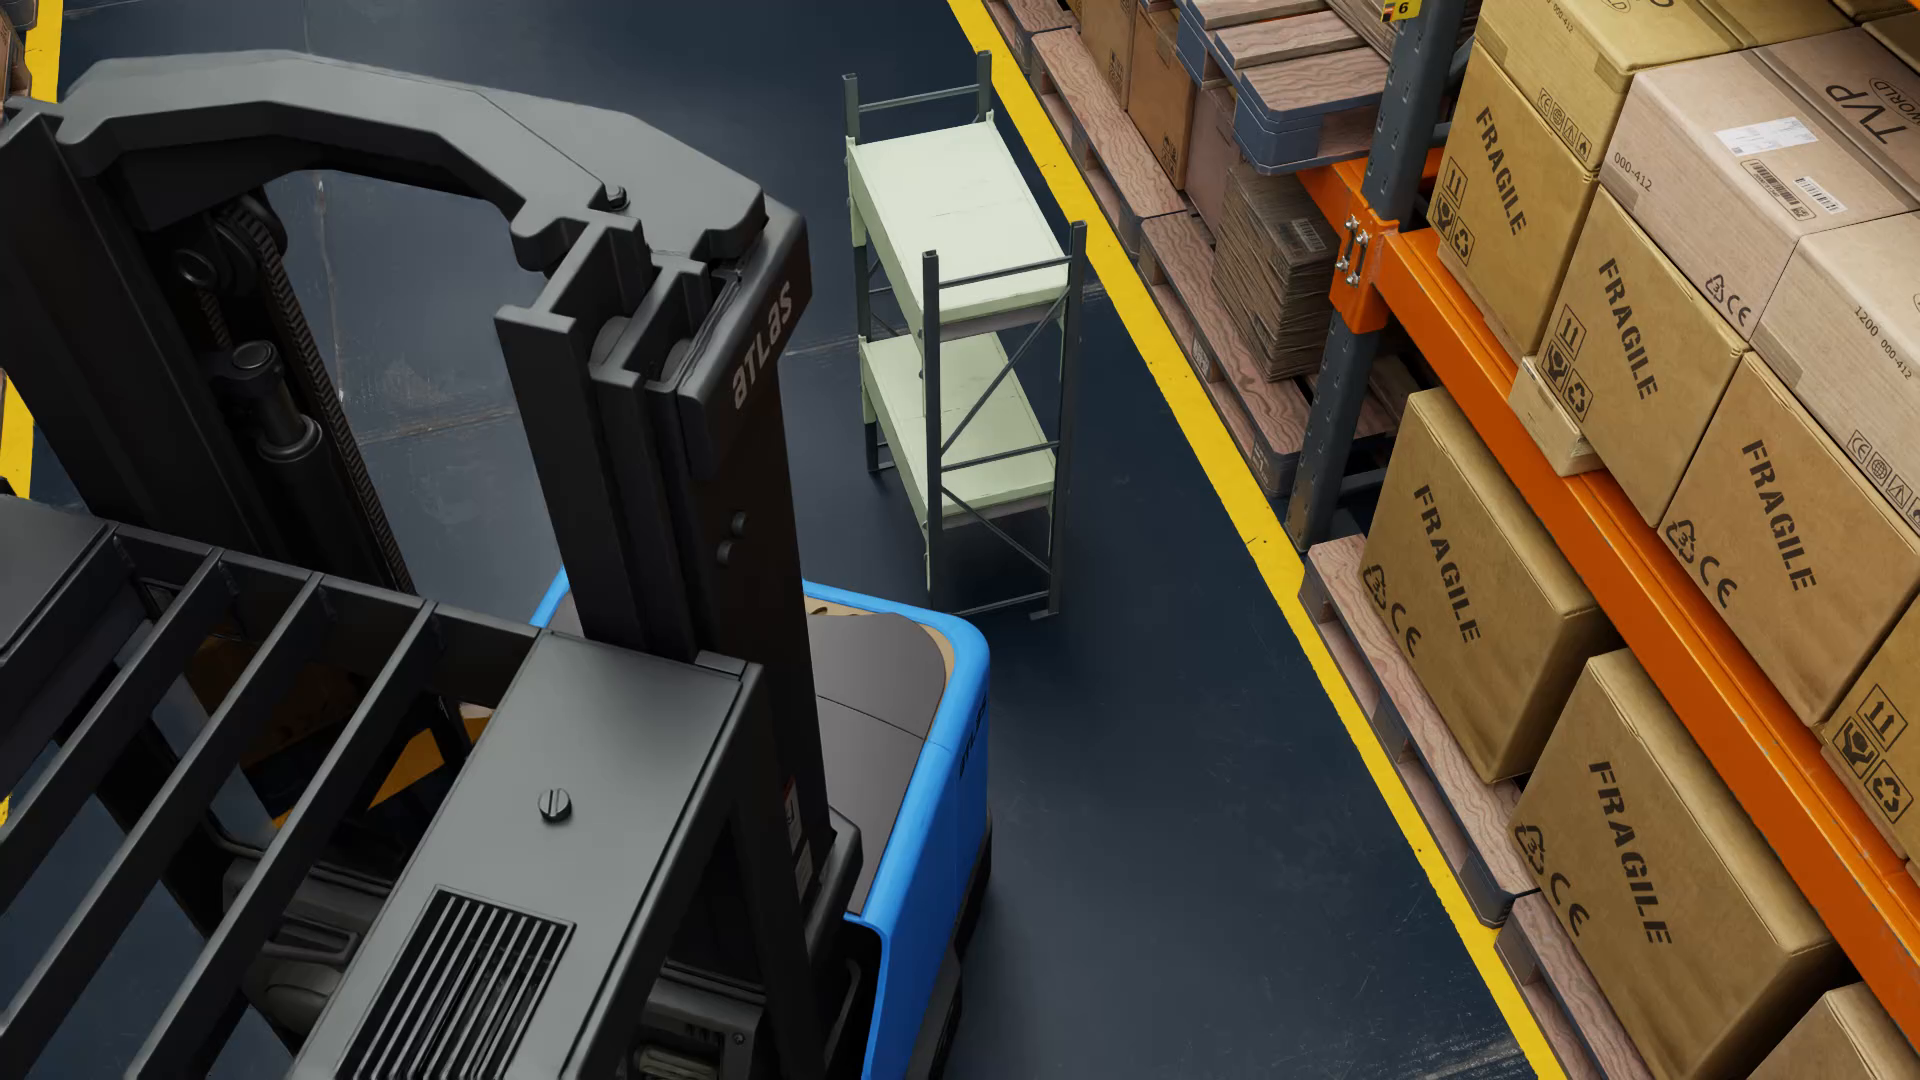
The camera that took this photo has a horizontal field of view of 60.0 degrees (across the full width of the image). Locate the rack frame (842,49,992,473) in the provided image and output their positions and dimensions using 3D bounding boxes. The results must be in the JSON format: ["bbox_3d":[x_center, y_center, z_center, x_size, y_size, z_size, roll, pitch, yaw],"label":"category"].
[{"bbox_3d":[-0.110,-0.756,4.906,0.400,1.500,0.023,-13,51,-11],"label":"rack frame"}]

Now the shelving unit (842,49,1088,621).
[{"bbox_3d":[-0.002,-0.488,4.681,0.431,1.500,0.755,-13,51,-11],"label":"shelving unit"}]

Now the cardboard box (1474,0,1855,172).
[{"bbox_3d":[1.419,-1.042,3.403,0.500,0.250,0.500,-12,51,-10],"label":"cardboard box"}]

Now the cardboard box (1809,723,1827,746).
[{"bbox_3d":[1.806,0.224,3.251,0.380,0.149,0.250,-13,51,-10],"label":"cardboard box"}]

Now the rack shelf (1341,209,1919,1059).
[{"bbox_3d":[2.114,0.616,3.240,1.077,0.370,4.000,-13,51,-11],"label":"rack shelf"}]

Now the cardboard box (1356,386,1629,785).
[{"bbox_3d":[1.615,0.047,4.380,0.750,0.750,0.750,-14,51,-11],"label":"cardboard box"}]

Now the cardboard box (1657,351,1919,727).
[{"bbox_3d":[1.713,-0.052,3.059,0.500,0.500,0.500,-14,51,-11],"label":"cardboard box"}]

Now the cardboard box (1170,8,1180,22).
[{"bbox_3d":[0.994,-1.974,5.809,0.500,0.250,0.500,-14,51,-11],"label":"cardboard box"}]

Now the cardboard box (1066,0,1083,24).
[{"bbox_3d":[0.774,-2.435,6.688,0.700,0.500,0.500,-14,51,-12],"label":"cardboard box"}]

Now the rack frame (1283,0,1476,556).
[{"bbox_3d":[1.523,-1.077,4.196,1.000,3.000,0.127,-13,51,-11],"label":"rack frame"}]

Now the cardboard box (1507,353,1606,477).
[{"bbox_3d":[1.463,-0.311,3.701,0.380,0.149,0.250,-12,51,-10],"label":"cardboard box"}]

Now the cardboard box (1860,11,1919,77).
[{"bbox_3d":[2.054,-0.802,3.200,0.500,0.250,0.500,-15,51,-12],"label":"cardboard box"}]

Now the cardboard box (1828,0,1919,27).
[{"bbox_3d":[1.904,-1.181,3.520,0.500,0.250,0.500,-12,51,-10],"label":"cardboard box"}]

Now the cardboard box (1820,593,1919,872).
[{"bbox_3d":[1.875,0.327,2.740,0.500,0.500,0.500,-12,51,-10],"label":"cardboard box"}]

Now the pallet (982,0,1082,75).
[{"bbox_3d":[0.571,-2.531,7.246,1.003,0.211,1.213,-13,51,-11],"label":"pallet"}]

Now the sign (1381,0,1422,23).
[{"bbox_3d":[1.007,-1.295,3.674,0.100,0.325,0.005,-13,51,-11],"label":"sign"}]

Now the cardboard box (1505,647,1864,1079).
[{"bbox_3d":[1.868,0.688,3.839,0.750,0.750,0.750,-14,51,-11],"label":"cardboard box"}]

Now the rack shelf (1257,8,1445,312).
[{"bbox_3d":[0.931,-2.306,5.703,1.077,0.370,4.000,-13,51,-11],"label":"rack shelf"}]

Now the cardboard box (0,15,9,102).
[{"bbox_3d":[-3.992,-1.888,6.403,0.500,0.250,0.500,-14,51,-11],"label":"cardboard box"}]

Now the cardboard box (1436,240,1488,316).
[{"bbox_3d":[1.399,-0.710,4.038,0.380,0.149,0.250,-14,51,-12],"label":"cardboard box"}]

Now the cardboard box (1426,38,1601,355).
[{"bbox_3d":[1.422,-0.799,3.689,0.500,0.500,0.500,-12,51,-10],"label":"cardboard box"}]

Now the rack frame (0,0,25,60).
[{"bbox_3d":[-4.391,-2.876,5.712,1.000,3.000,0.127,-13,51,-11],"label":"rack frame"}]

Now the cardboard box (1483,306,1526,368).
[{"bbox_3d":[1.465,-0.524,3.881,0.380,0.149,0.250,-13,51,-10],"label":"cardboard box"}]

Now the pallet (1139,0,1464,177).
[{"bbox_3d":[1.210,-1.512,4.688,1.213,0.211,1.003,-13,51,-11],"label":"pallet"}]

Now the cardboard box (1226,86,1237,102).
[{"bbox_3d":[1.151,-1.599,5.493,0.500,0.250,0.500,-12,51,-10],"label":"cardboard box"}]

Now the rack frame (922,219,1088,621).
[{"bbox_3d":[0.106,-0.221,4.455,0.400,1.500,0.023,-13,51,-11],"label":"rack frame"}]

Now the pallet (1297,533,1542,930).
[{"bbox_3d":[1.684,0.415,4.762,1.003,0.211,1.213,-13,51,-11],"label":"pallet"}]

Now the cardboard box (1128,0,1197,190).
[{"bbox_3d":[1.045,-1.686,6.057,0.700,0.500,0.500,-14,51,-11],"label":"cardboard box"}]

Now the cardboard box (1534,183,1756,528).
[{"bbox_3d":[1.568,-0.414,3.364,0.500,0.500,0.500,-12,51,-10],"label":"cardboard box"}]

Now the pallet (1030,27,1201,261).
[{"bbox_3d":[0.936,-1.639,6.494,1.003,0.211,1.213,-13,51,-11],"label":"pallet"}]

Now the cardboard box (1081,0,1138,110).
[{"bbox_3d":[0.886,-2.053,6.366,0.700,0.500,0.500,-13,51,-11],"label":"cardboard box"}]

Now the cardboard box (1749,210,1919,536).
[{"bbox_3d":[1.722,-0.307,2.783,0.500,0.250,0.500,-13,51,-11],"label":"cardboard box"}]

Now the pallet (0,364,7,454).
[{"bbox_3d":[-3.772,-0.555,5.580,1.003,0.211,1.213,-13,51,-11],"label":"pallet"}]

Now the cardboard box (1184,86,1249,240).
[{"bbox_3d":[1.219,-1.330,5.756,0.700,0.500,0.500,-13,51,-11],"label":"cardboard box"}]

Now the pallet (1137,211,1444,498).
[{"bbox_3d":[1.293,-0.749,5.744,1.003,0.211,1.213,-13,51,-11],"label":"pallet"}]

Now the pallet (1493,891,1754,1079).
[{"bbox_3d":[2.041,1.304,4.013,1.003,0.211,1.213,-13,51,-11],"label":"pallet"}]

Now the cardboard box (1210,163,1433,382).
[{"bbox_3d":[1.260,-0.927,5.417,0.700,0.500,0.500,-13,51,-10],"label":"cardboard box"}]

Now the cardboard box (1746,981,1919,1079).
[{"bbox_3d":[2.123,1.308,3.317,0.750,0.750,0.750,-12,51,-10],"label":"cardboard box"}]

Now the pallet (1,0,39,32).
[{"bbox_3d":[-4.587,-2.567,7.276,1.003,0.211,1.213,-13,51,-11],"label":"pallet"}]

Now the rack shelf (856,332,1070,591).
[{"bbox_3d":[-0.002,-0.278,4.930,0.431,0.370,0.720,-13,51,-11],"label":"rack shelf"}]

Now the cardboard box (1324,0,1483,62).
[{"bbox_3d":[1.374,-1.592,4.277,0.700,0.500,0.500,-19,52,-15],"label":"cardboard box"}]

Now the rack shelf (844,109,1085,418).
[{"bbox_3d":[-0.002,-0.740,4.382,0.431,0.370,0.720,-13,51,-11],"label":"rack shelf"}]

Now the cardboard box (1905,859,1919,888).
[{"bbox_3d":[1.934,0.602,2.932,0.380,0.149,0.250,-12,51,-10],"label":"cardboard box"}]

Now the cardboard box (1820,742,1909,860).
[{"bbox_3d":[1.863,0.408,3.095,0.380,0.149,0.250,-13,51,-11],"label":"cardboard box"}]

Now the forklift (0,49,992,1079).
[{"bbox_3d":[-0.827,0.909,2.566,1.130,2.935,3.031,13,51,11],"label":"forklift"}]

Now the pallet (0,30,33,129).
[{"bbox_3d":[-4.136,-1.448,6.332,1.003,0.211,1.213,-13,51,-11],"label":"pallet"}]

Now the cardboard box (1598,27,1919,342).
[{"bbox_3d":[1.570,-0.671,3.090,0.500,0.250,0.500,-14,51,-11],"label":"cardboard box"}]
